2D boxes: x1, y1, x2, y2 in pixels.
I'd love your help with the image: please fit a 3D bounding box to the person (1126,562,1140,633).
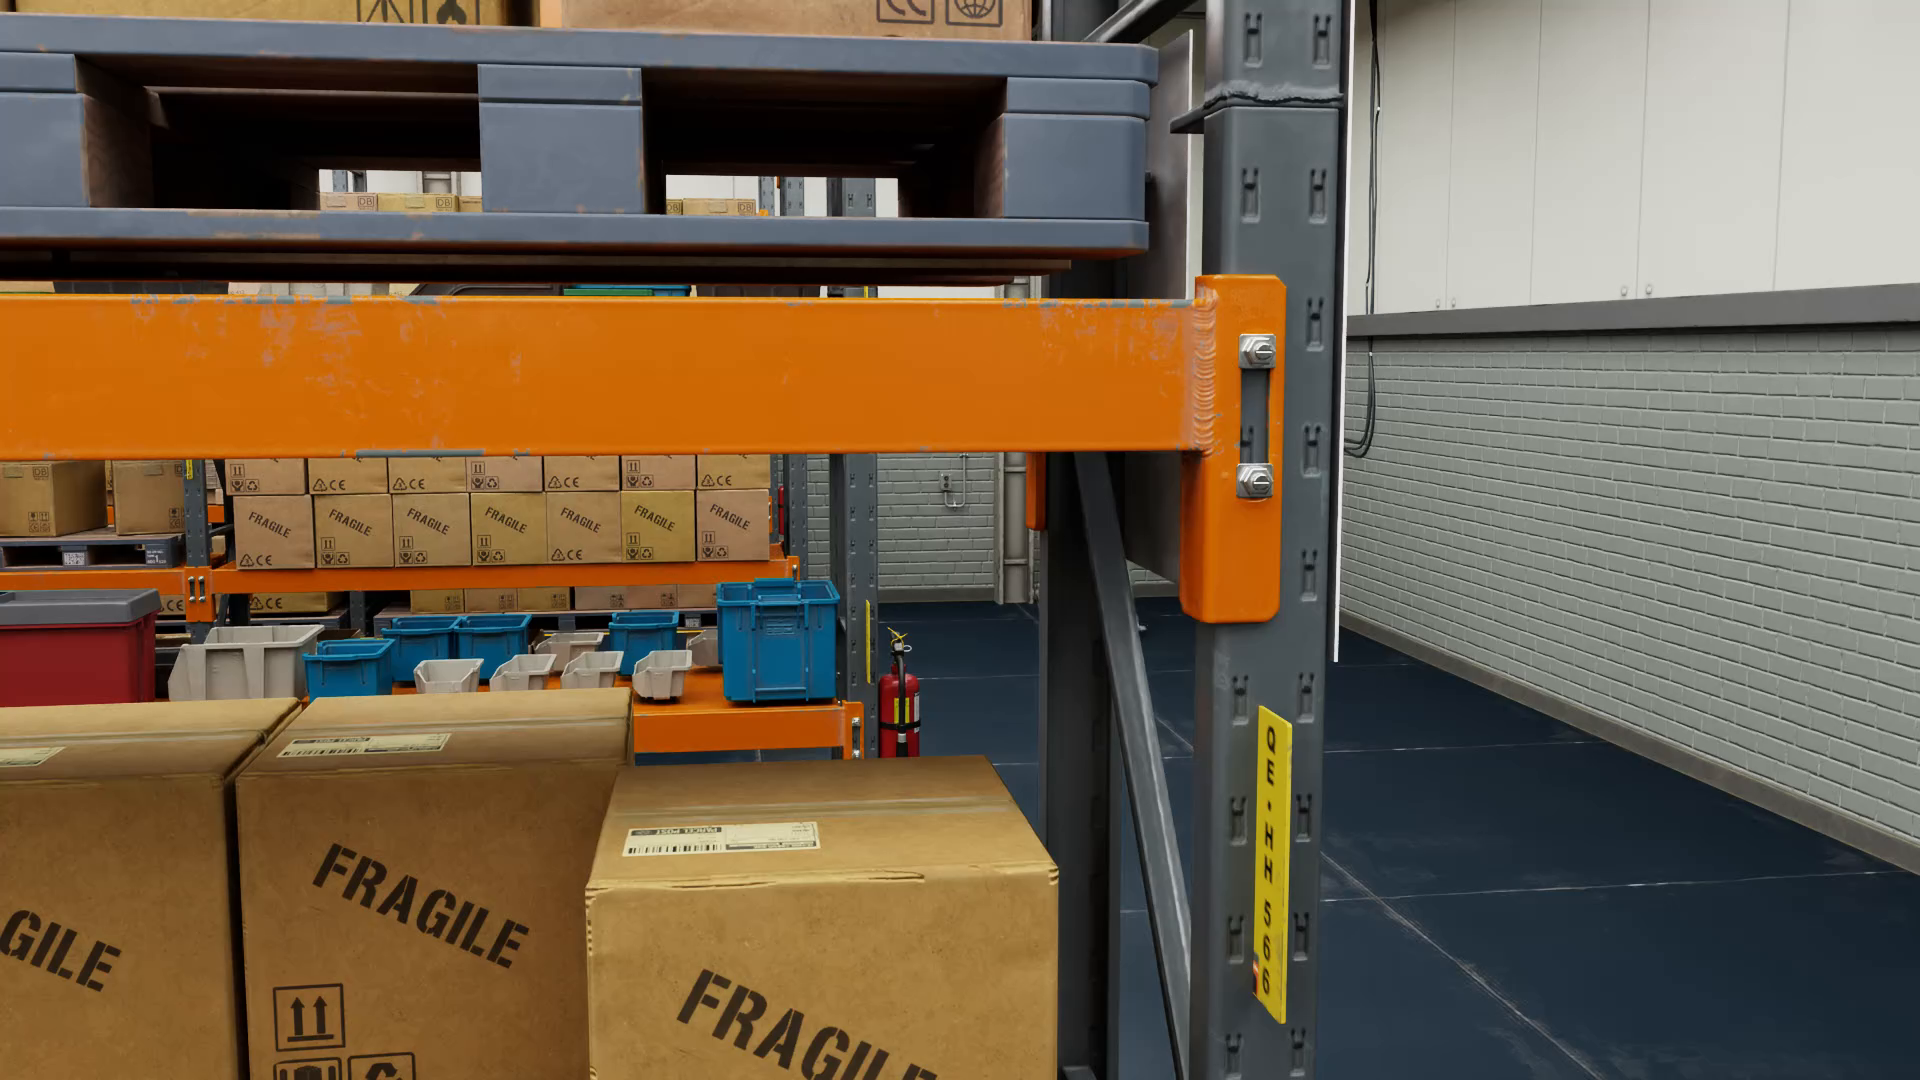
[{"bbox_3d":[1.424,0.048,16.385,0.554,1.736,0.930,-3,7,-25],"label":"person"}]
